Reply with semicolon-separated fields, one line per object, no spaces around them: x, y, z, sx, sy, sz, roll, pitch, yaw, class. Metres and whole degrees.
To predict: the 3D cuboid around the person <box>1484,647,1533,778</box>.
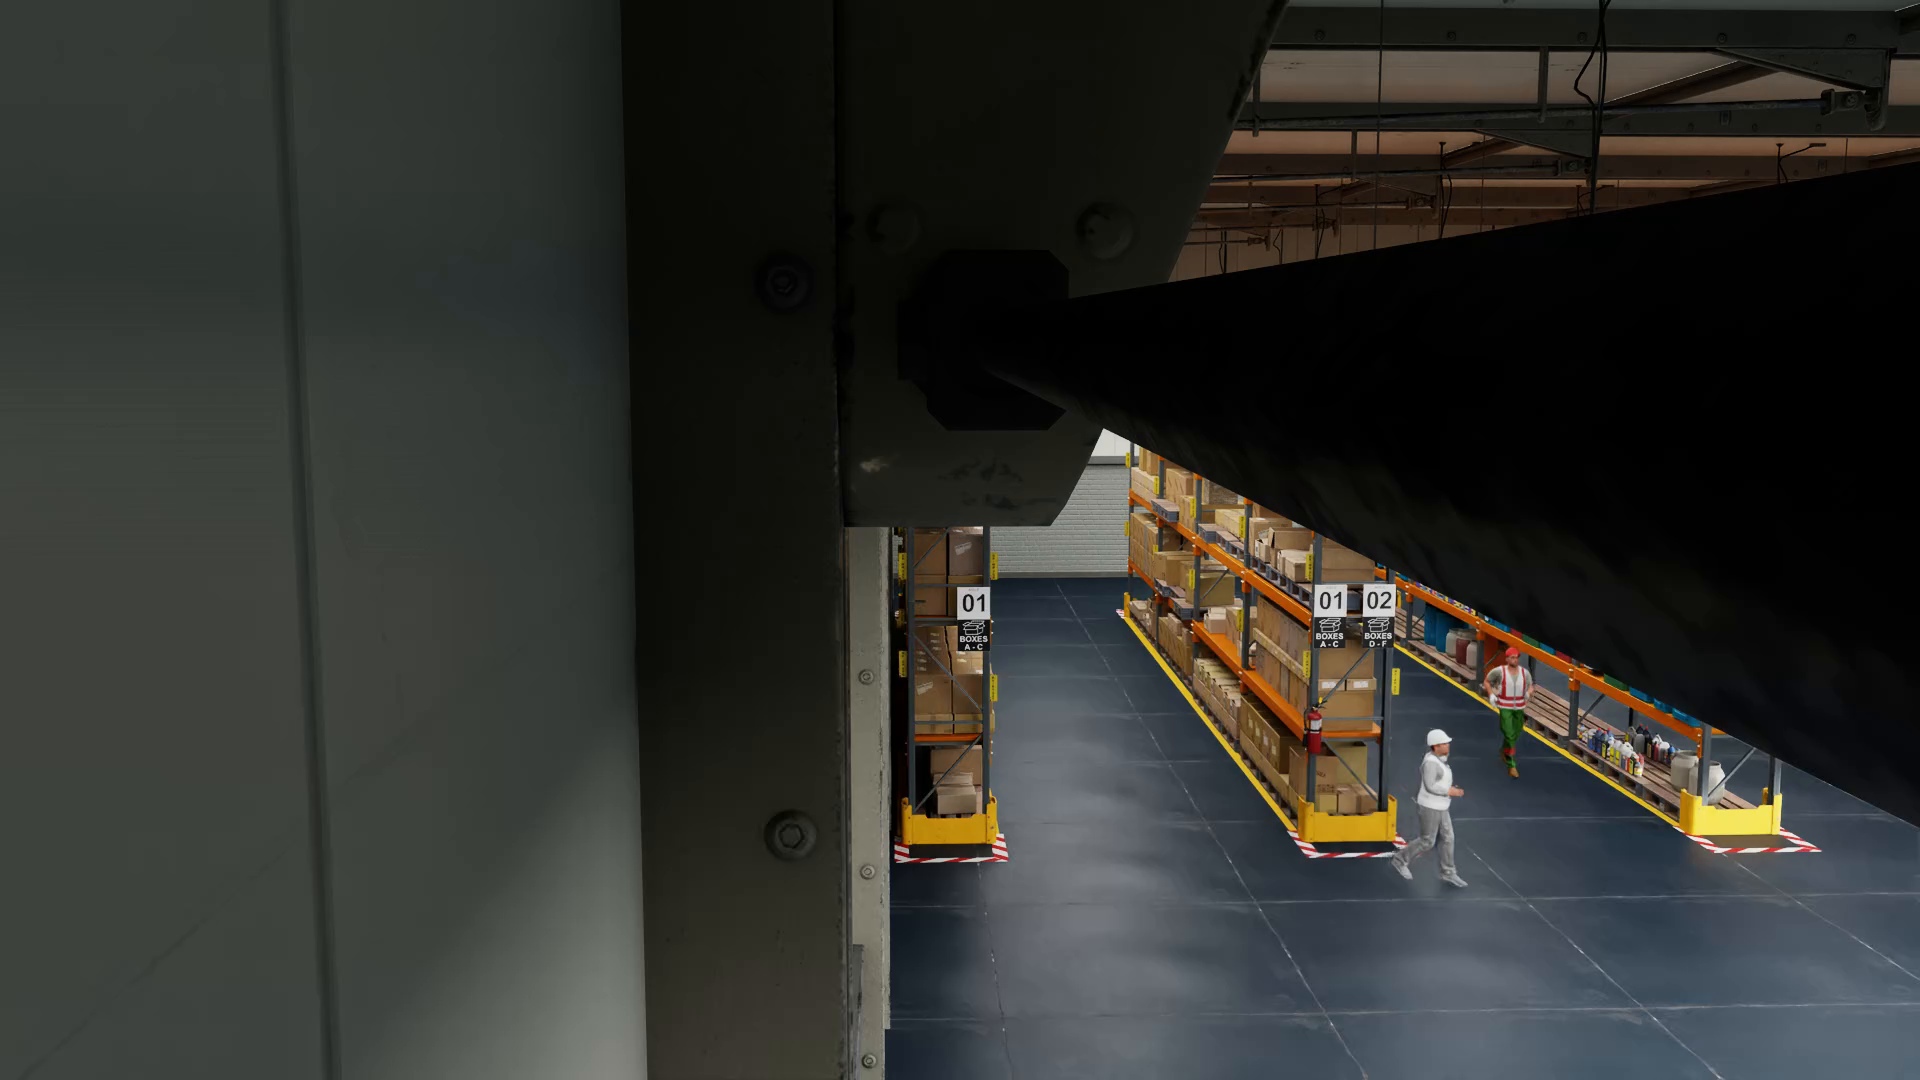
7.835;2.409;23.688;0.651;1.796;0.862;0;7;-3;person

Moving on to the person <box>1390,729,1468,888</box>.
5.371;3.035;18.914;0.853;1.801;0.676;4;8;26;person
